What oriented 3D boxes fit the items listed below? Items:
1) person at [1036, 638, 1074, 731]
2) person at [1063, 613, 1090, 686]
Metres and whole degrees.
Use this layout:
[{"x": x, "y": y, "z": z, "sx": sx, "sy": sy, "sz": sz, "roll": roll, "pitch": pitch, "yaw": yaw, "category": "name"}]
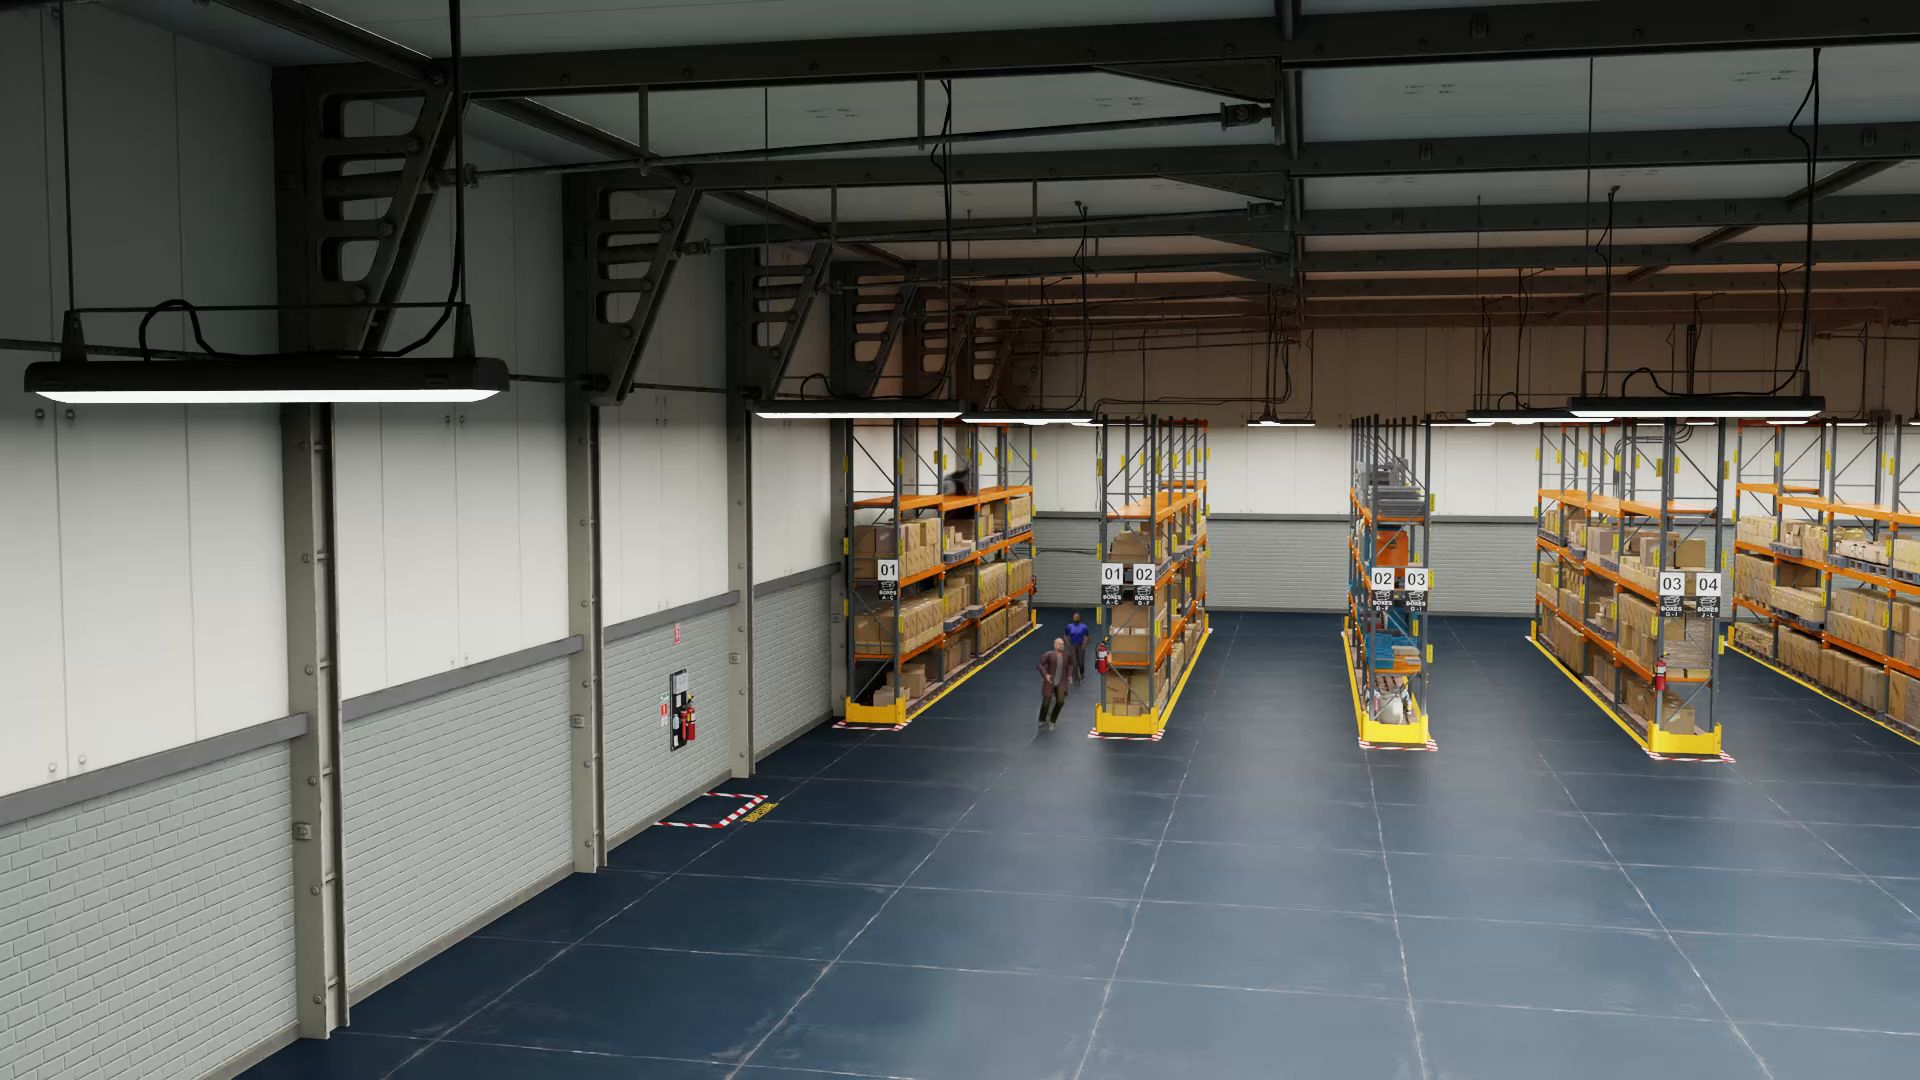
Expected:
[{"x": 1.835, "y": 2.754, "z": 31.703, "sx": 0.773, "sy": 1.769, "sz": 0.696, "roll": -1, "pitch": 4, "yaw": -8, "category": "person"}, {"x": 2.610, "y": 2.431, "z": 37.281, "sx": 0.587, "sy": 1.626, "sz": 0.601, "roll": 0, "pitch": 4, "yaw": 7, "category": "person"}]
